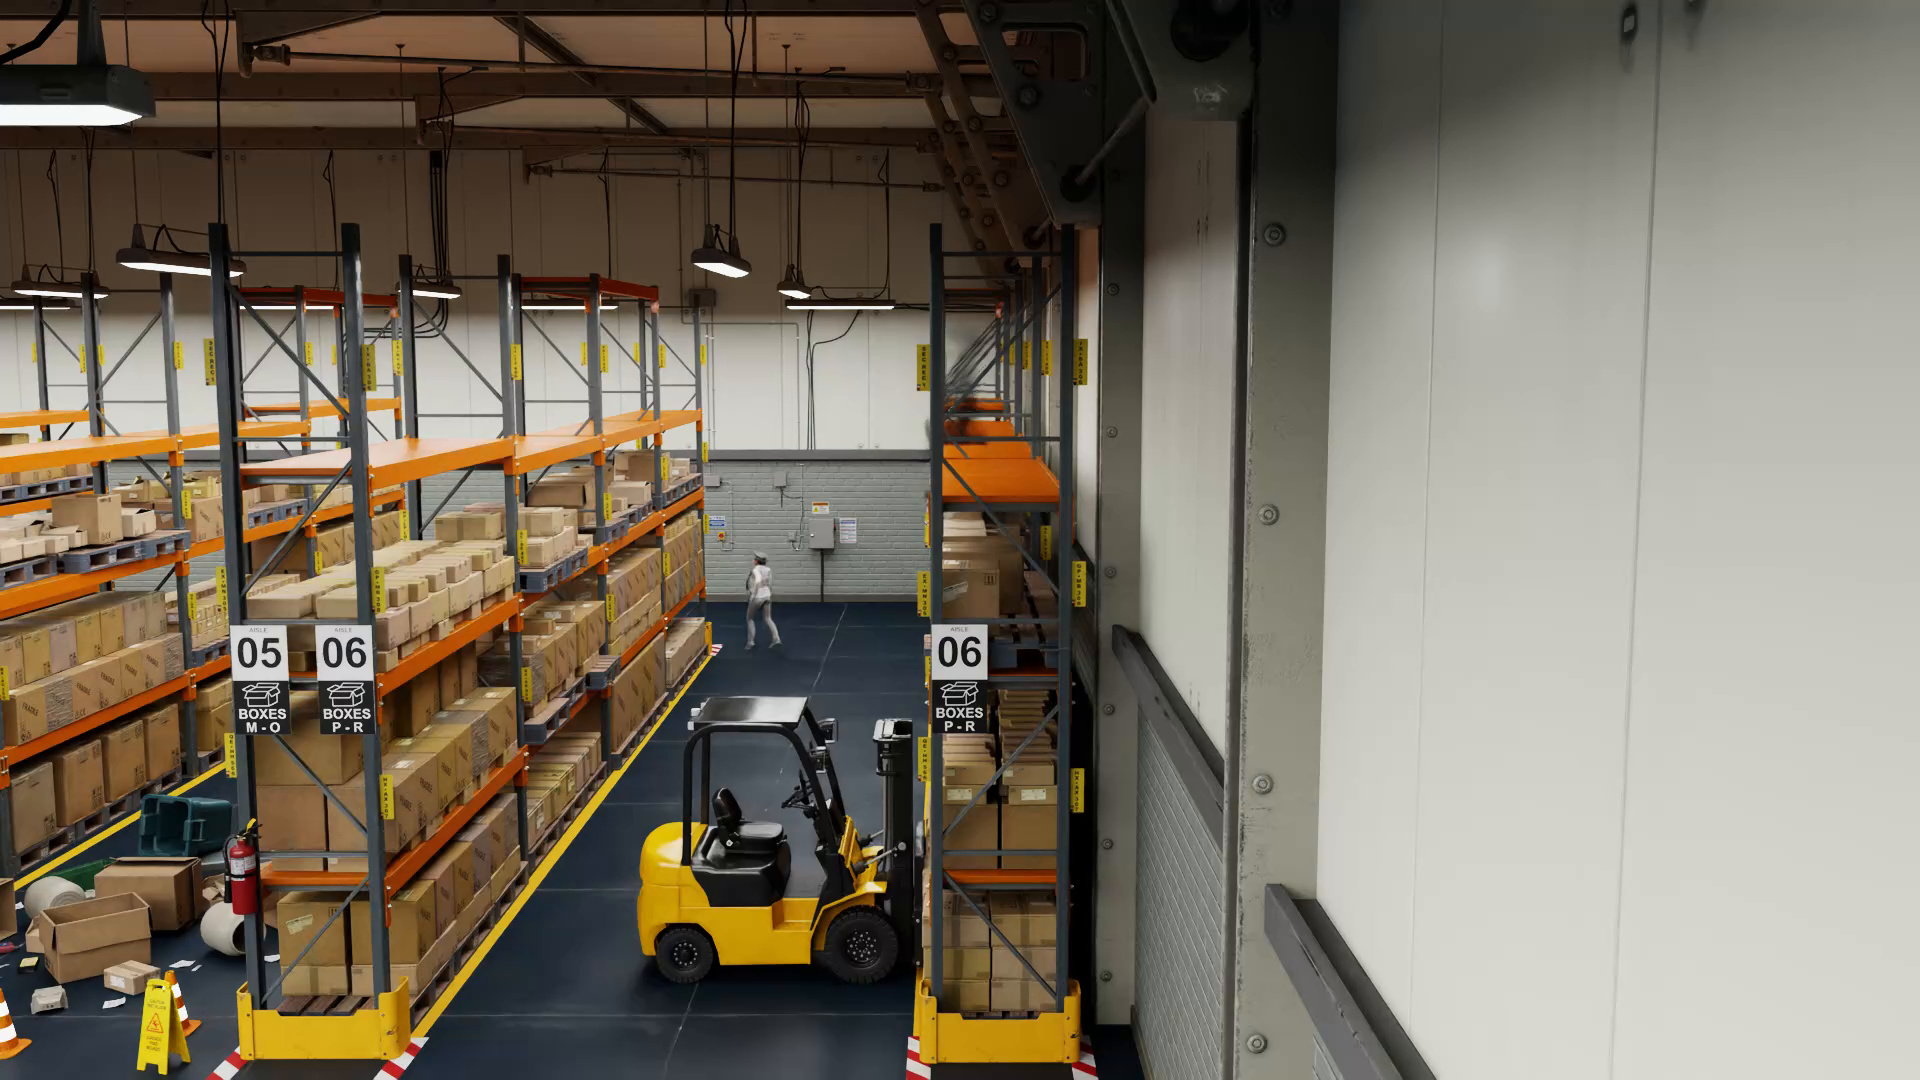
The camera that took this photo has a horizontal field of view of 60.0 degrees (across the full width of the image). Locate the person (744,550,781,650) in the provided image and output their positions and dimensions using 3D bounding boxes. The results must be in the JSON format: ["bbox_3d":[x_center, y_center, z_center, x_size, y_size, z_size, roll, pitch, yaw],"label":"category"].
[{"bbox_3d":[-3.339,1.048,28.115,0.832,1.745,0.588,6,9,42],"label":"person"}]
